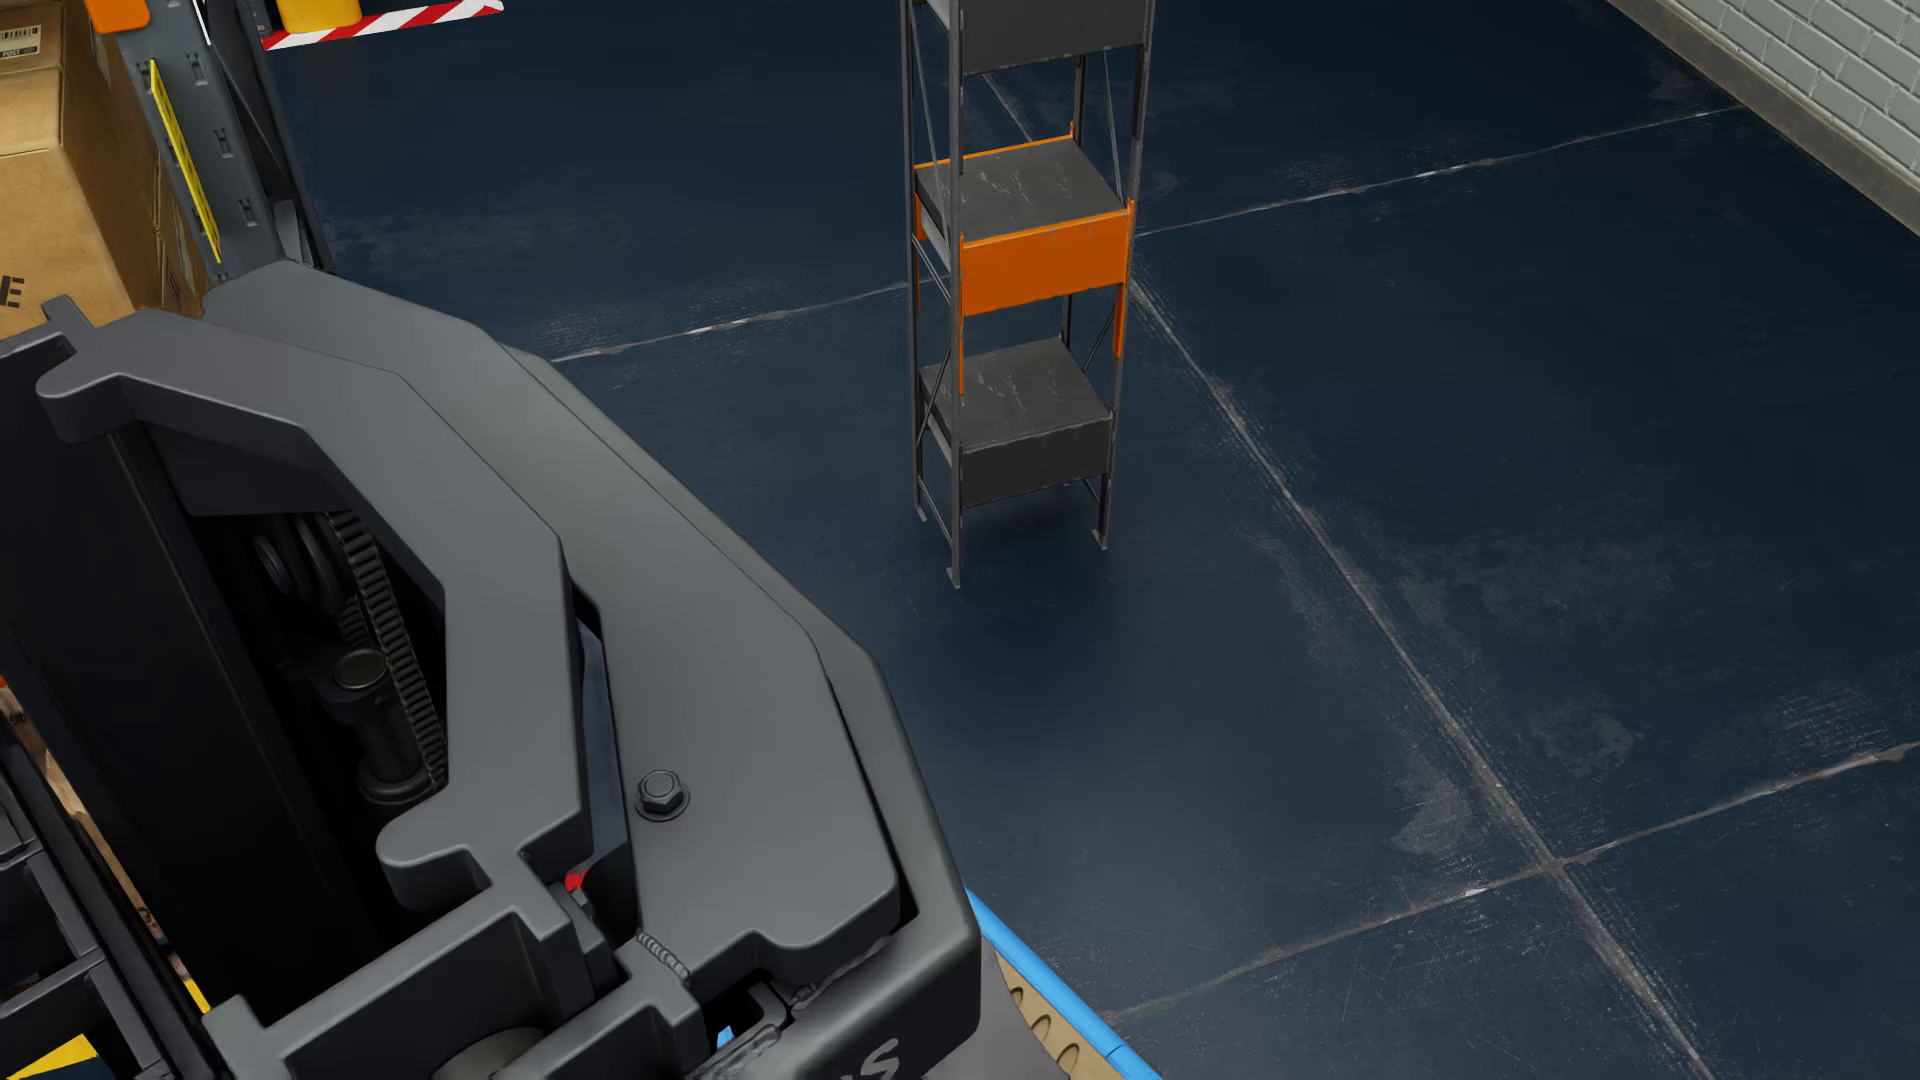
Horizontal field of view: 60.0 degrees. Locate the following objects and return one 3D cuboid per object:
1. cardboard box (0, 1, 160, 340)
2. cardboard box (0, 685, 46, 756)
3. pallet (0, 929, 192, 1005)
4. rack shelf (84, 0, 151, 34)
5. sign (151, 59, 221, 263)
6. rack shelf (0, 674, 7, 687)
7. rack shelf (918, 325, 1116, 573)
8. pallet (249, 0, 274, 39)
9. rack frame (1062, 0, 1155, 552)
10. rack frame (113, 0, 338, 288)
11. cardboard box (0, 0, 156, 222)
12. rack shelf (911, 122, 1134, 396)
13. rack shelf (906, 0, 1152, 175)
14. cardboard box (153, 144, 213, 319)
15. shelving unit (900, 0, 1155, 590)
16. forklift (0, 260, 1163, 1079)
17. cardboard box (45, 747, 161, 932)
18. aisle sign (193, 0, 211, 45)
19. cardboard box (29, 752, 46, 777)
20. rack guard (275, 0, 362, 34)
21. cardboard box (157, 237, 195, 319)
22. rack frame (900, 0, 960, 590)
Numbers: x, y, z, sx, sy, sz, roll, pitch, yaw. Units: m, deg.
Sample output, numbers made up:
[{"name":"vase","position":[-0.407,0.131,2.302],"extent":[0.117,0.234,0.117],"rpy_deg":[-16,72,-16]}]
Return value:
[{"name":"cardboard box","position":[-1.749,-0.562,2.916],"extent":[0.500,0.500,0.500],"rpy_deg":[-15,47,-14]},{"name":"cardboard box","position":[-2.502,0.414,4.351],"extent":[0.500,0.250,0.500],"rpy_deg":[-14,47,-14]},{"name":"pallet","position":[-2.245,0.731,4.372],"extent":[1.213,0.211,1.003],"rpy_deg":[-14,47,-14]},{"name":"rack shelf","position":[-3.305,-0.788,2.307],"extent":[4.000,0.370,1.077],"rpy_deg":[-14,47,-14]},{"name":"sign","position":[-1.255,-0.609,2.699],"extent":[0.005,0.325,0.100],"rpy_deg":[-14,47,-14]},{"name":"rack shelf","position":[-3.305,0.271,3.370],"extent":[4.000,0.370,1.077],"rpy_deg":[-14,47,-14]},{"name":"rack shelf","position":[0.156,-0.277,5.051],"extent":[0.480,0.518,0.431],"rpy_deg":[-14,47,-14]},{"name":"pallet","position":[-3.835,-2.534,7.627],"extent":[1.213,0.211,1.003],"rpy_deg":[-14,47,-14]},{"name":"rack frame","position":[0.385,-0.840,4.604],"extent":[0.015,2.100,0.400],"rpy_deg":[-14,47,-14]},{"name":"rack frame","position":[-1.424,-0.464,3.594],"extent":[0.127,3.000,1.000],"rpy_deg":[-14,47,-14]},{"name":"cardboard box","position":[-1.931,-0.921,3.273],"extent":[0.500,0.500,0.500],"rpy_deg":[-13,47,-13]},{"name":"rack shelf","position":[0.156,-0.771,4.556],"extent":[0.480,0.518,0.431],"rpy_deg":[-14,47,-14]},{"name":"rack shelf","position":[0.156,-1.266,4.060],"extent":[0.480,0.518,0.431],"rpy_deg":[-14,47,-14]},{"name":"cardboard box","position":[-1.931,-0.568,3.628],"extent":[0.500,0.500,0.500],"rpy_deg":[-13,47,-13]},{"name":"shelving unit","position":[0.156,-0.781,4.546],"extent":[0.503,2.100,0.431],"rpy_deg":[-14,47,-14]},{"name":"forklift","position":[-0.839,1.278,1.907],"extent":[3.031,2.935,1.130],"rpy_deg":[-32,53,-28]},{"name":"cardboard box","position":[-1.852,0.558,4.030],"extent":[0.500,0.500,0.500],"rpy_deg":[-14,47,-14]},{"name":"aisle sign","position":[-1.256,-1.194,2.487],"extent":[0.004,0.787,0.394],"rpy_deg":[-14,47,-14]},{"name":"cardboard box","position":[-2.263,0.714,4.111],"extent":[0.250,0.166,0.380],"rpy_deg":[-14,47,-14]},{"name":"rack guard","position":[-3.087,-2.886,7.774],"extent":[0.348,0.500,1.175],"rpy_deg":[-14,47,-14]},{"name":"cardboard box","position":[-1.753,-0.210,3.271],"extent":[0.500,0.500,0.500],"rpy_deg":[-13,47,-13]},{"name":"rack frame","position":[-0.074,-0.722,4.487],"extent":[0.015,2.100,0.400],"rpy_deg":[-14,47,-14]}]
